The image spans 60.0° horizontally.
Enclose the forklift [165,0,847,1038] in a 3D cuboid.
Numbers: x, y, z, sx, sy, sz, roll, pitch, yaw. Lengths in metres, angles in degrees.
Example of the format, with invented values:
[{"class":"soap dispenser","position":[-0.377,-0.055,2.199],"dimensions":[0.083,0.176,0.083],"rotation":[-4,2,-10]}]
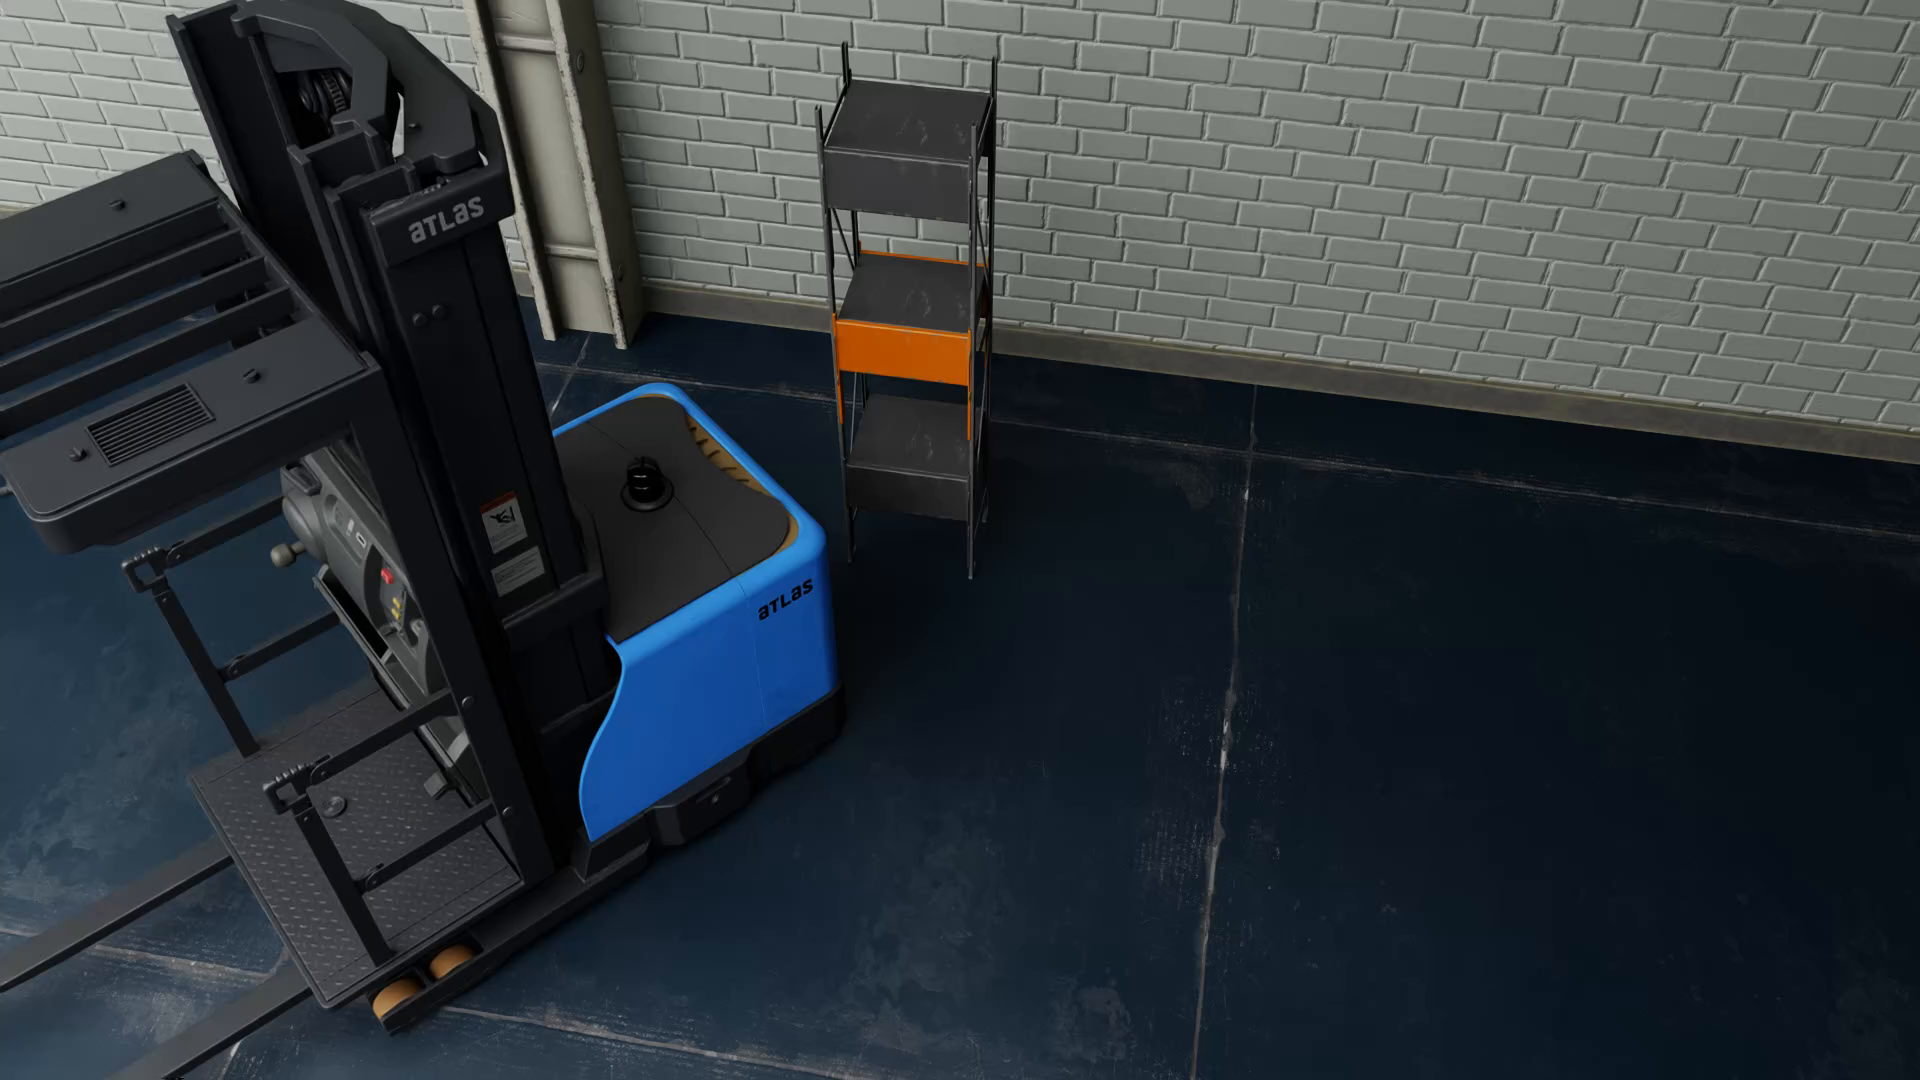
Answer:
[{"class":"forklift","position":[-1.874,0.132,4.633],"dimensions":[3.031,2.935,1.130],"rotation":[-31,55,-25]}]

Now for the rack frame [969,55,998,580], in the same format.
[{"class":"rack frame","position":[0.077,-0.691,5.932],"dimensions":[0.015,2.100,0.400],"rotation":[8,49,7]}]

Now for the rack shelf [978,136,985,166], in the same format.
[{"class":"rack shelf","position":[-0.163,-1.249,5.376],"dimensions":[0.442,0.100,0.332],"rotation":[8,49,7]}]

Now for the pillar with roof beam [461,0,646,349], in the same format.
[{"class":"pillar with roof beam","position":[-2.431,-0.854,1.439],"dimensions":[0.400,9.000,9.100],"rotation":[8,49,7]}]

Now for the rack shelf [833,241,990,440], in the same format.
[{"class":"rack shelf","position":[-0.163,-0.715,5.971],"dimensions":[0.480,0.518,0.431],"rotation":[8,49,7]}]

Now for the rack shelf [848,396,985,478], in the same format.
[{"class":"rack shelf","position":[-0.163,-0.338,6.390],"dimensions":[0.457,0.174,0.368],"rotation":[8,49,7]}]

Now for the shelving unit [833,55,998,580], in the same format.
[{"class":"shelving unit","position":[-0.157,-0.723,5.960],"dimensions":[0.492,2.100,0.431],"rotation":[8,49,7]}]
